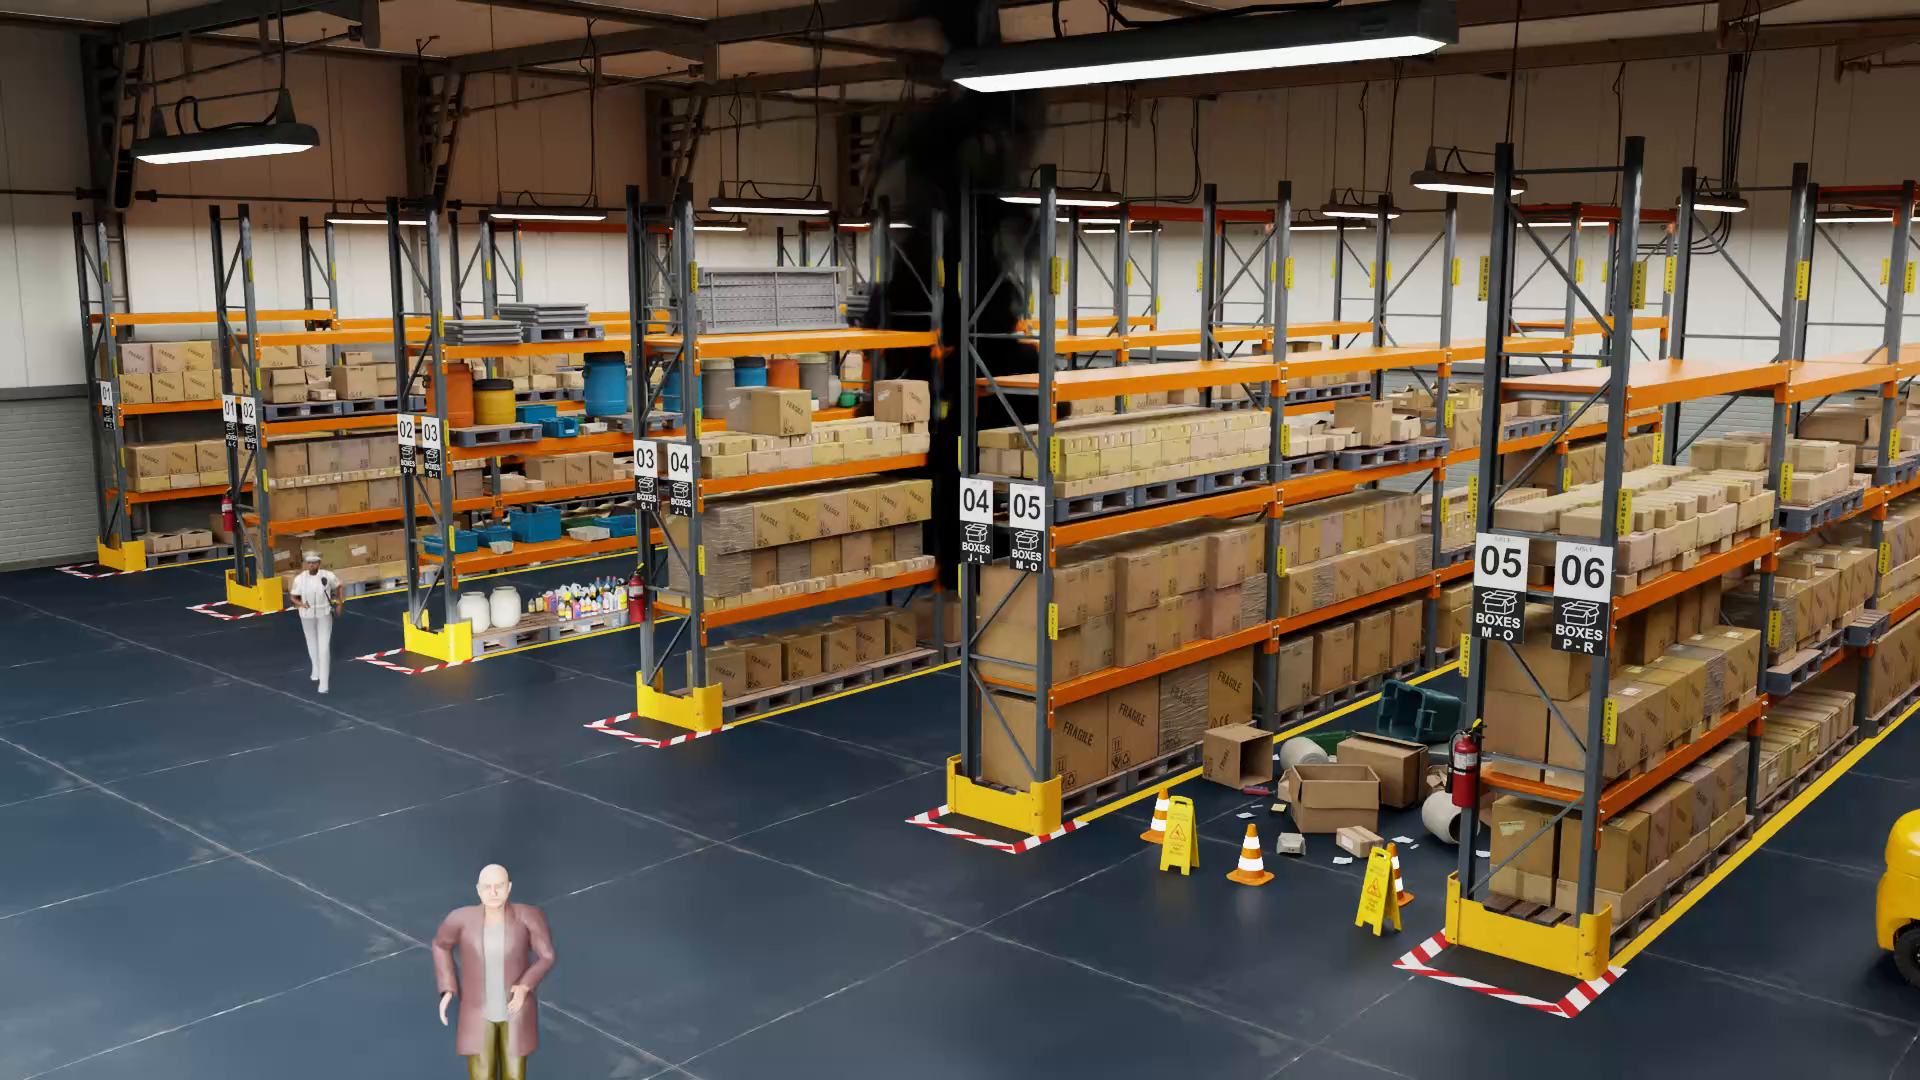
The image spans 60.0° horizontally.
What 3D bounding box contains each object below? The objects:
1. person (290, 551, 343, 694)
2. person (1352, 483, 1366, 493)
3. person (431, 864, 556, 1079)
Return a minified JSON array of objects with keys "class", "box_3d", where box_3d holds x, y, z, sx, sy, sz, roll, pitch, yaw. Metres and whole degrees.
[{"class":"person","box_3d":[-7.876,0.967,20.398,0.595,1.741,0.809,-2,10,-14]},{"class":"person","box_3d":[6.454,-0.126,27.041,0.606,1.649,0.580,8,12,39]},{"class":"person","box_3d":[-2.687,2.736,9.637,0.704,1.732,0.628,-3,10,-15]}]
